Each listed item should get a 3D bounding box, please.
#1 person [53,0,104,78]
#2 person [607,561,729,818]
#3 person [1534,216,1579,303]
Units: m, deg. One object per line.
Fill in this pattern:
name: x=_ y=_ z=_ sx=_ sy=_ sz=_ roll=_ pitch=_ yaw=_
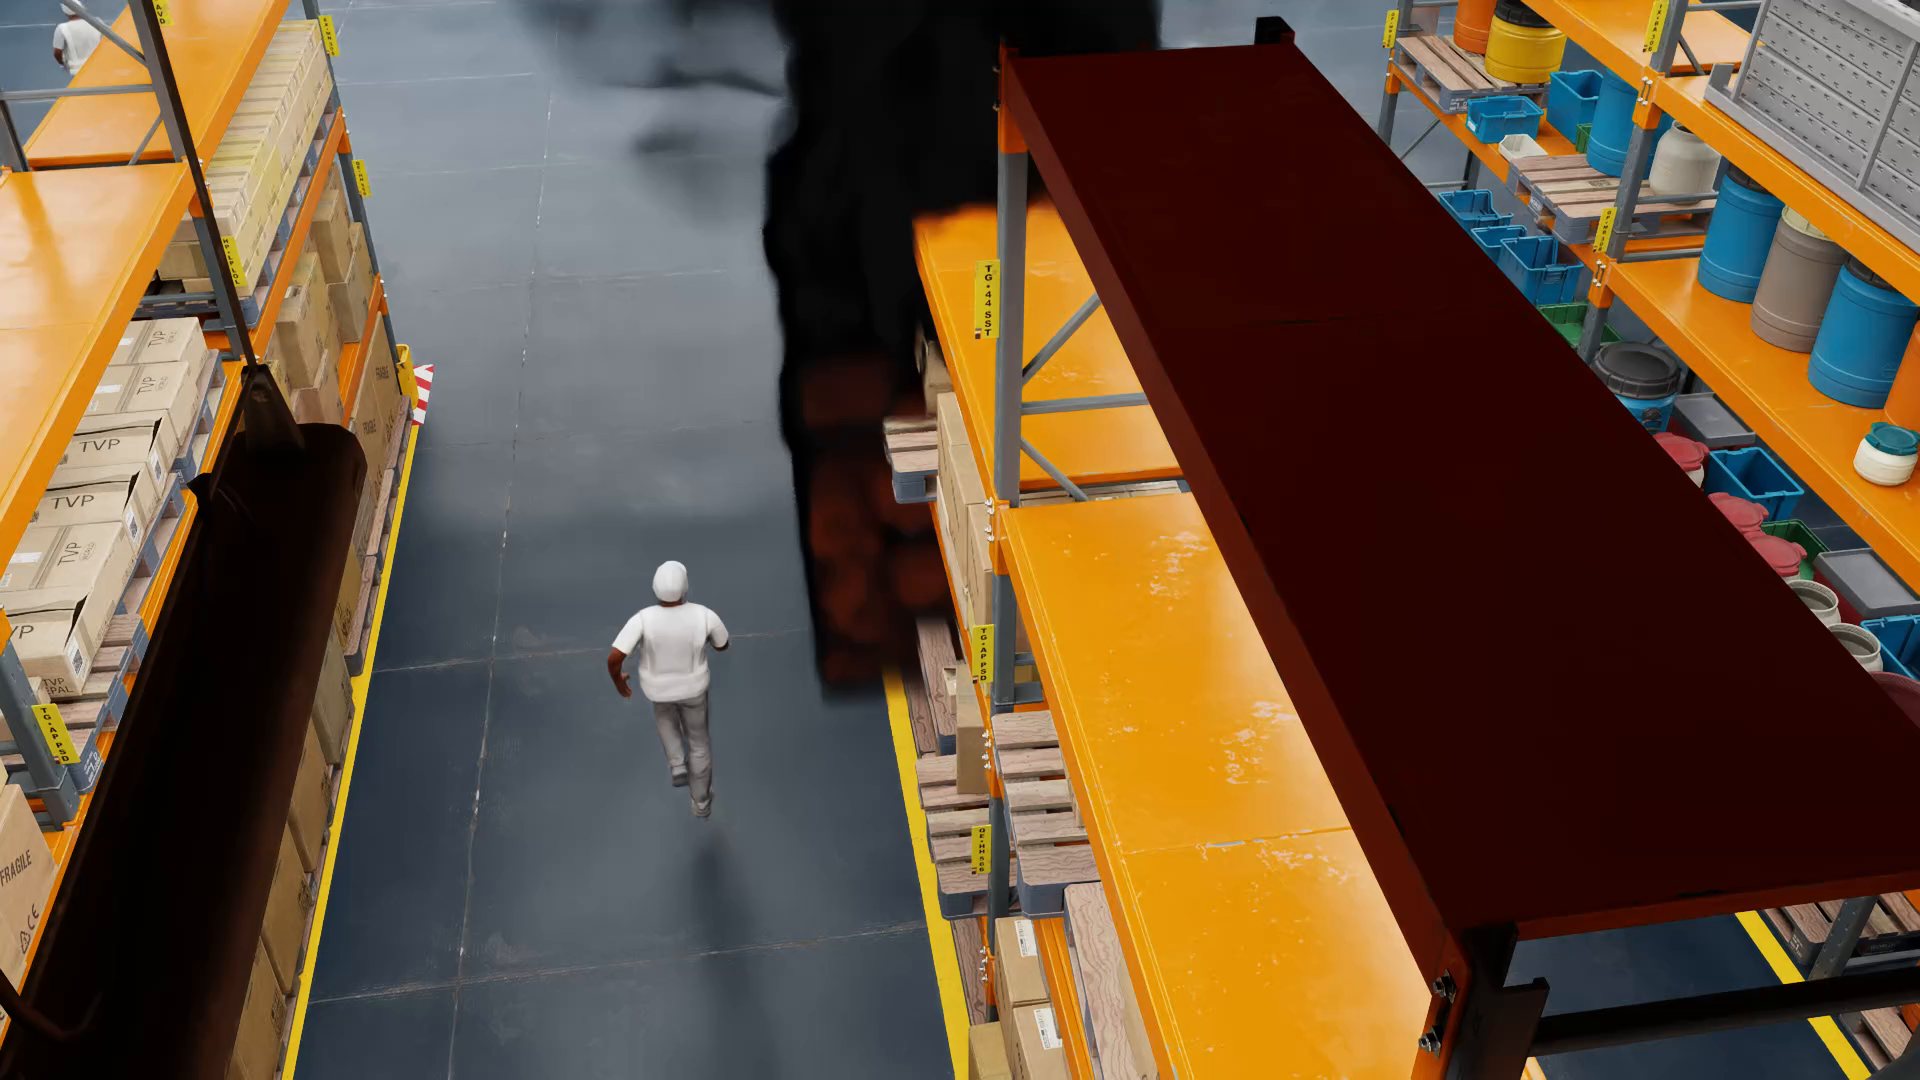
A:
person: x=-10.064 y=-5.392 z=19.296 sx=0.831 sy=1.772 sz=0.679 roll=31 pitch=46 yaw=35
person: x=-1.774 y=0.874 z=10.305 sx=0.723 sy=1.751 sz=0.779 roll=-5 pitch=37 yaw=-7
person: x=5.694 y=-2.786 z=15.761 sx=0.691 sy=1.740 sz=0.662 roll=-23 pitch=42 yaw=-28
